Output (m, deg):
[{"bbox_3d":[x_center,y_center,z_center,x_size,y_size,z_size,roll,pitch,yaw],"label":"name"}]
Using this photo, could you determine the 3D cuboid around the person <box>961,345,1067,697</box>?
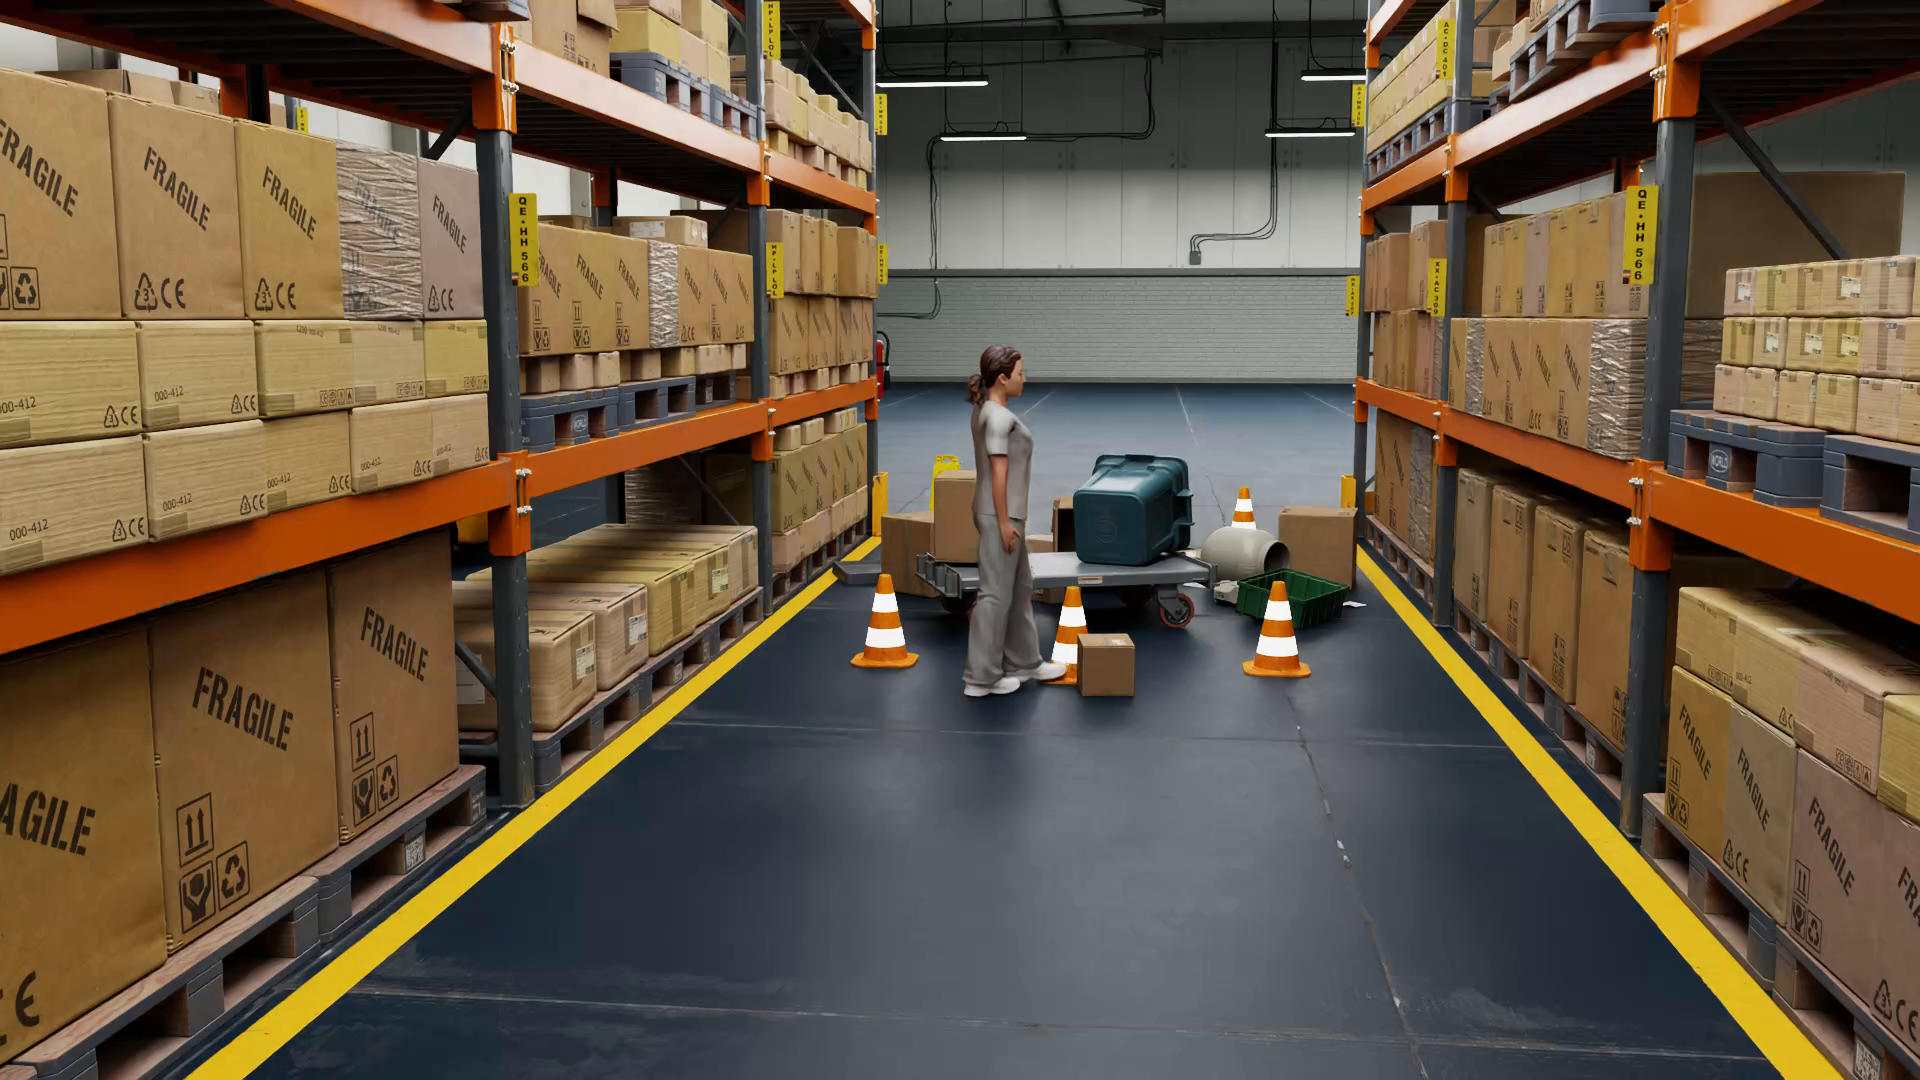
[{"bbox_3d":[0.271,-0.099,8.009,0.573,1.671,0.457,-1,8,-10],"label":"person"}]
